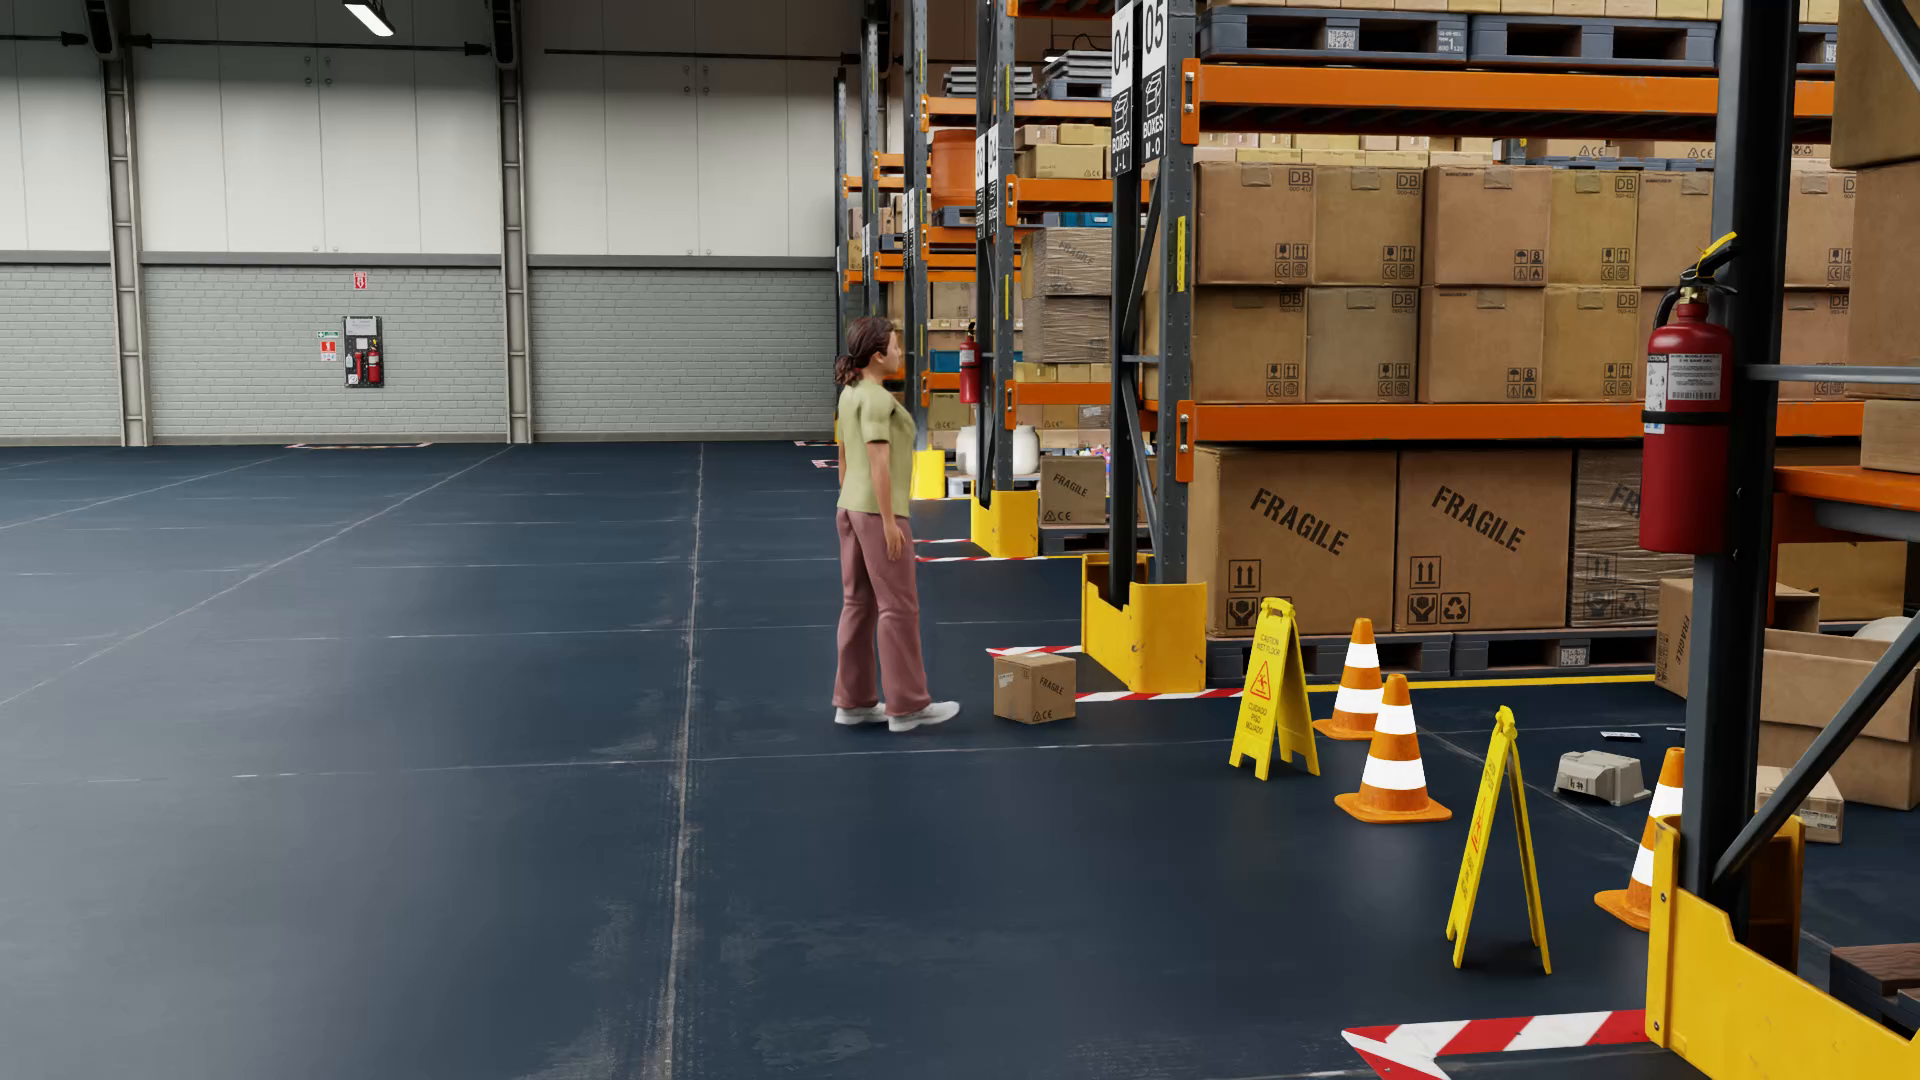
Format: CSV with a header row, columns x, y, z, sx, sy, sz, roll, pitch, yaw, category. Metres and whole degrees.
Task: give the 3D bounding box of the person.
x,y,z,sx,sy,sz,roll,pitch,yaw,category
-0.293,-0.072,6.801,0.457,1.670,0.511,-3,7,-24,person
